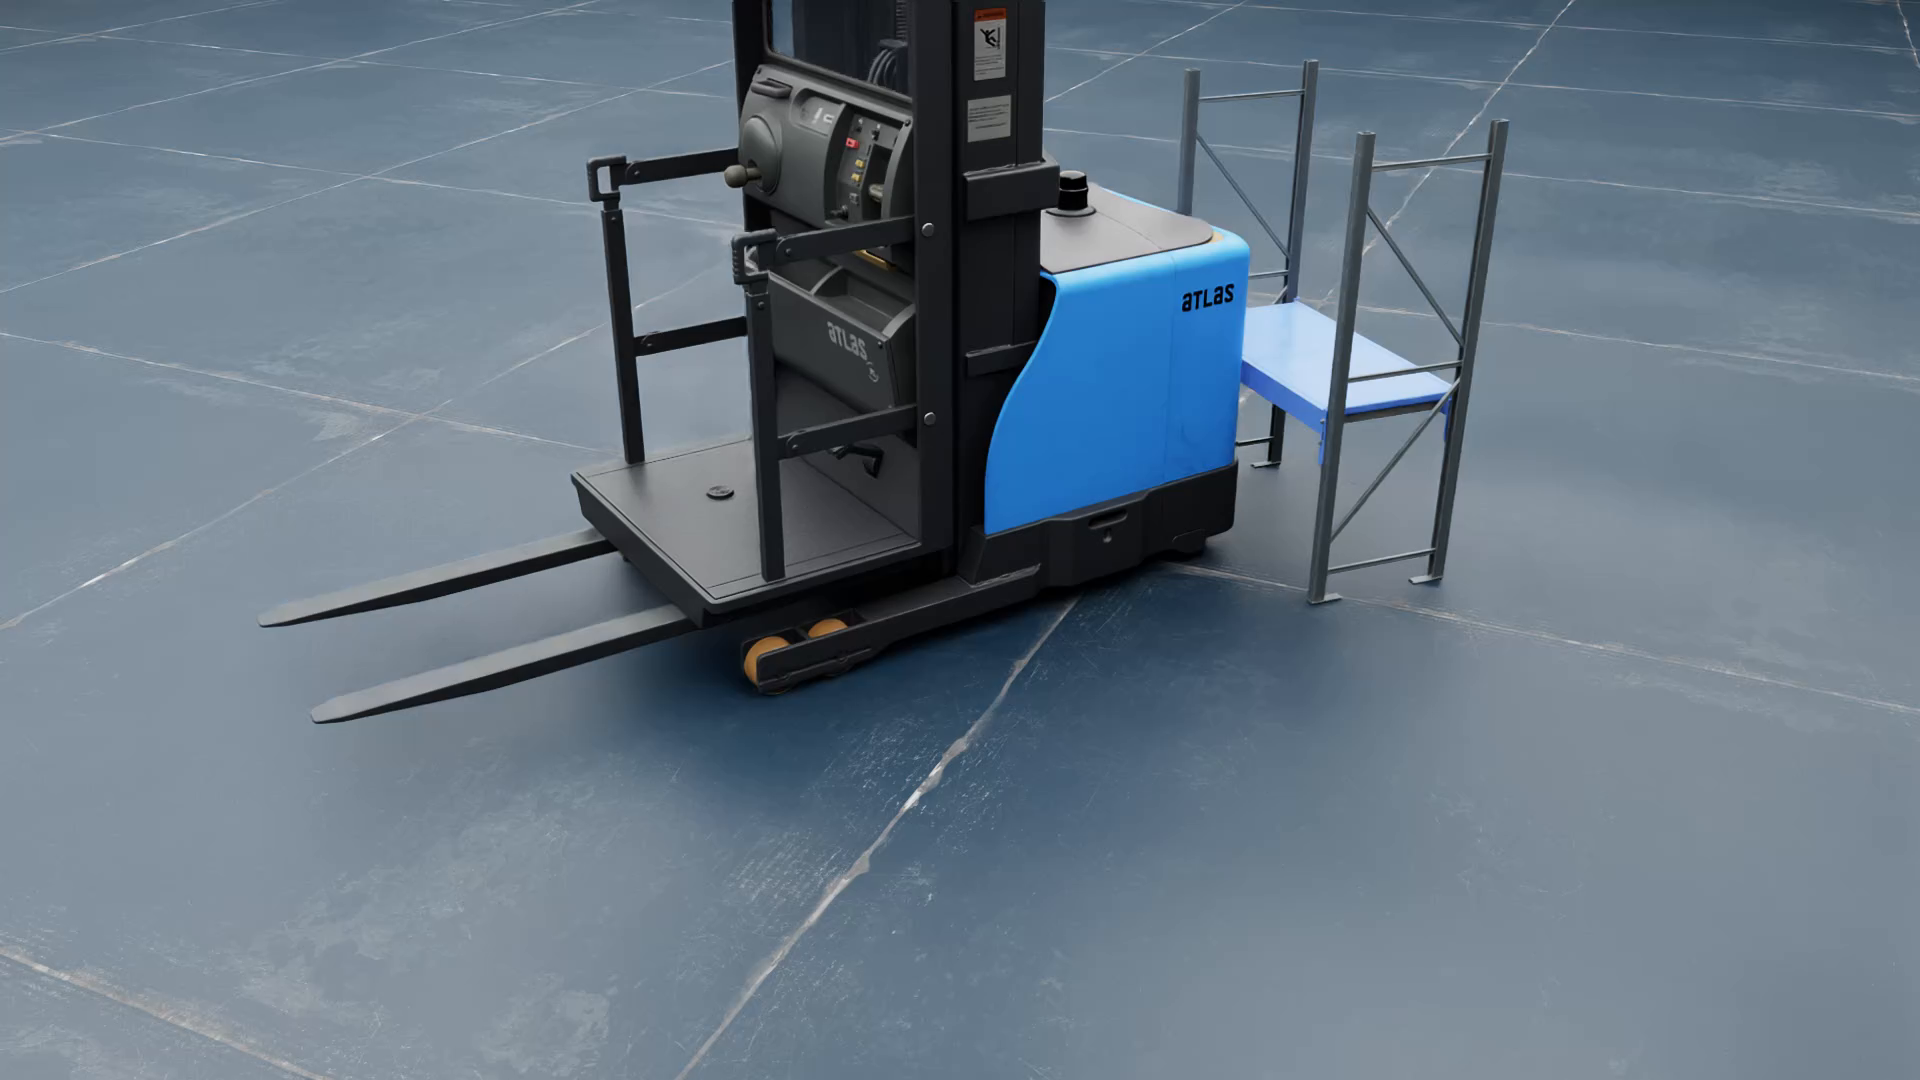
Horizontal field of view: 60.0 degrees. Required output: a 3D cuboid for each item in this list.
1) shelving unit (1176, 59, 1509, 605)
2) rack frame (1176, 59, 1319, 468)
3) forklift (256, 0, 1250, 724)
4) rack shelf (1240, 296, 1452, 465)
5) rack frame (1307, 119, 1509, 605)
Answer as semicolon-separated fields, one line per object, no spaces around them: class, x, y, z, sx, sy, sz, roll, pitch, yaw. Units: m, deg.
shelving unit;1.171;-0.720;5.513;0.538;1.500;1.048;-10;28;-19
rack frame;0.986;-0.929;5.938;0.500;1.500;0.032;-10;28;-19
forklift;-0.576;-1.131;4.729;3.031;2.935;1.130;-16;30;-29
rack shelf;1.171;-0.558;5.593;0.538;0.185;1.000;-10;28;-19
rack frame;1.356;-0.511;5.088;0.500;1.500;0.032;-10;28;-19
